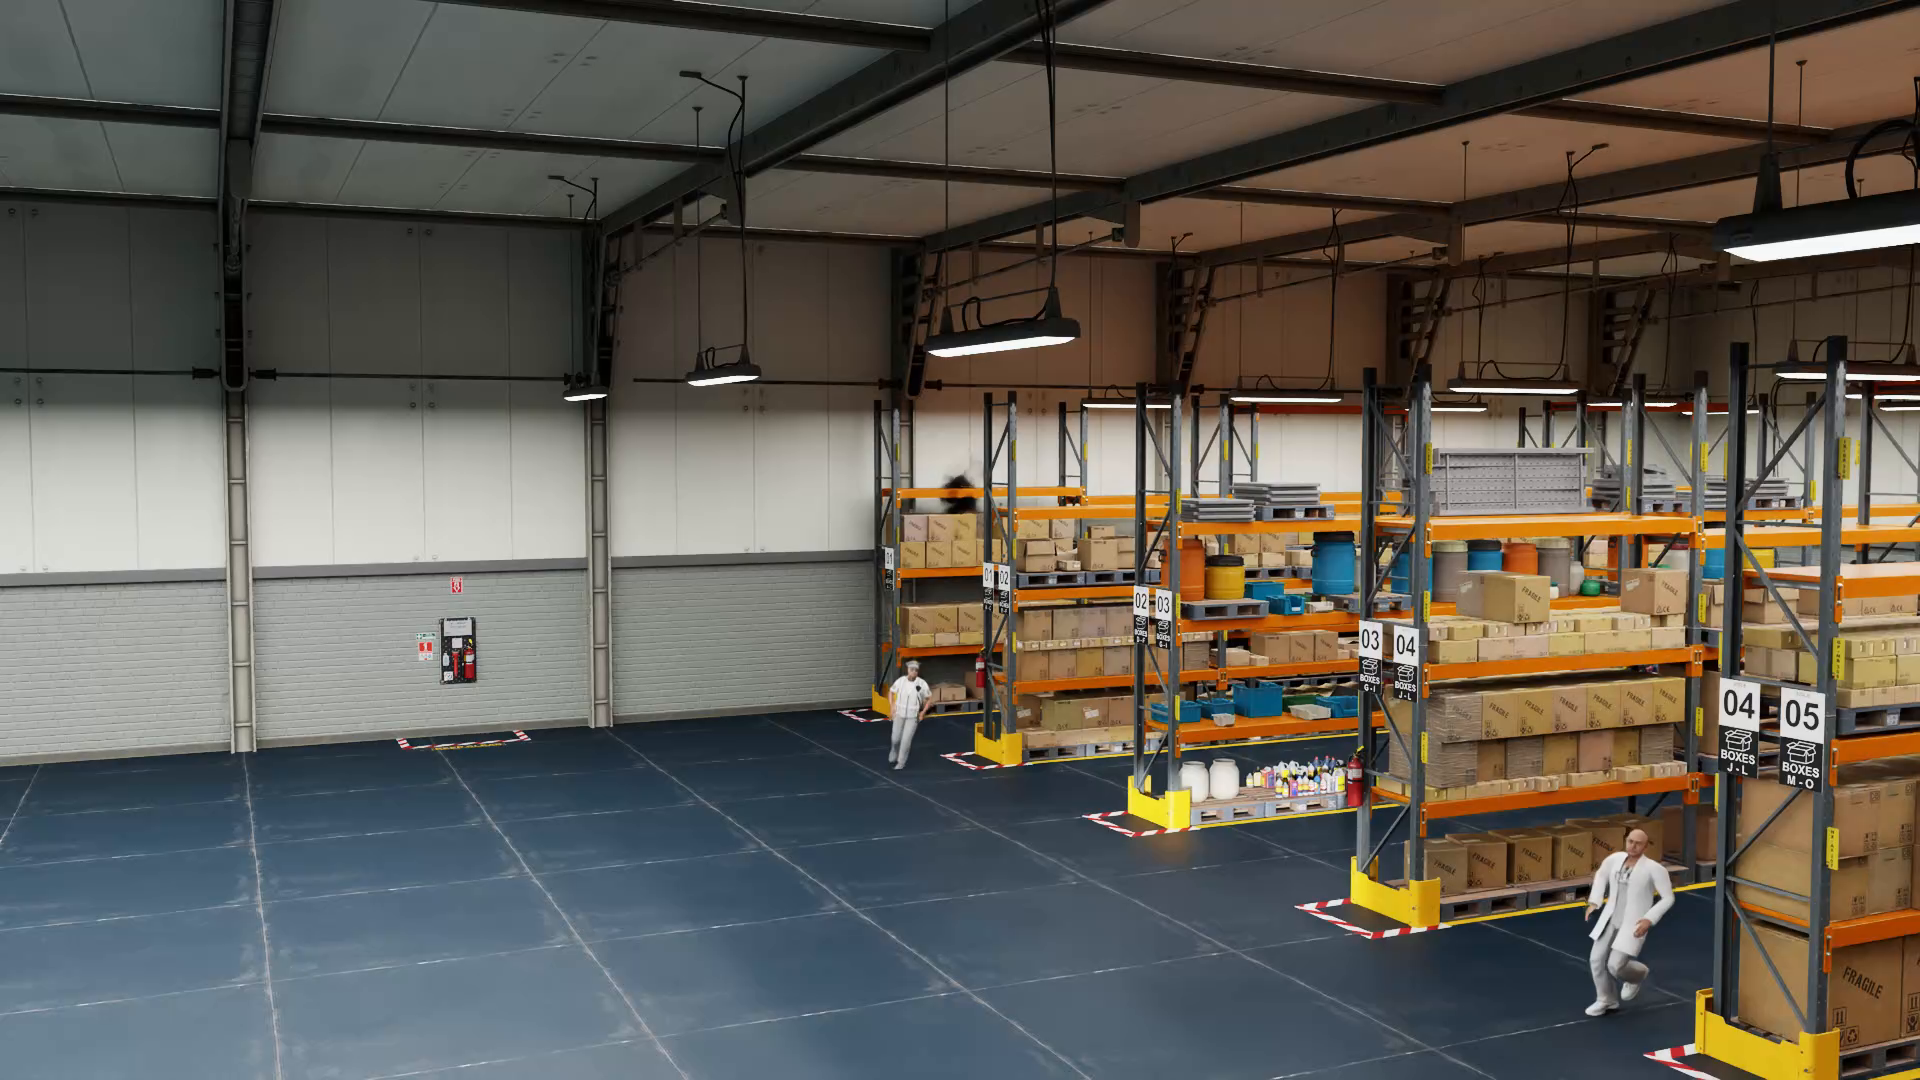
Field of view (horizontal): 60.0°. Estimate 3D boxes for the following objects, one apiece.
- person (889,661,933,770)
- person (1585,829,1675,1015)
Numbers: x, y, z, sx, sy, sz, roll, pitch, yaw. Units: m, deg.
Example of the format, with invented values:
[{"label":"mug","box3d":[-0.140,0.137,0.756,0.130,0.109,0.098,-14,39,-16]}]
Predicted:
[{"label":"person","box3d":[-0.794,2.765,26.482,0.718,1.723,0.599,0,3,2]},{"label":"person","box3d":[6.039,3.450,14.987,0.613,1.729,0.760,-2,4,-34]}]
